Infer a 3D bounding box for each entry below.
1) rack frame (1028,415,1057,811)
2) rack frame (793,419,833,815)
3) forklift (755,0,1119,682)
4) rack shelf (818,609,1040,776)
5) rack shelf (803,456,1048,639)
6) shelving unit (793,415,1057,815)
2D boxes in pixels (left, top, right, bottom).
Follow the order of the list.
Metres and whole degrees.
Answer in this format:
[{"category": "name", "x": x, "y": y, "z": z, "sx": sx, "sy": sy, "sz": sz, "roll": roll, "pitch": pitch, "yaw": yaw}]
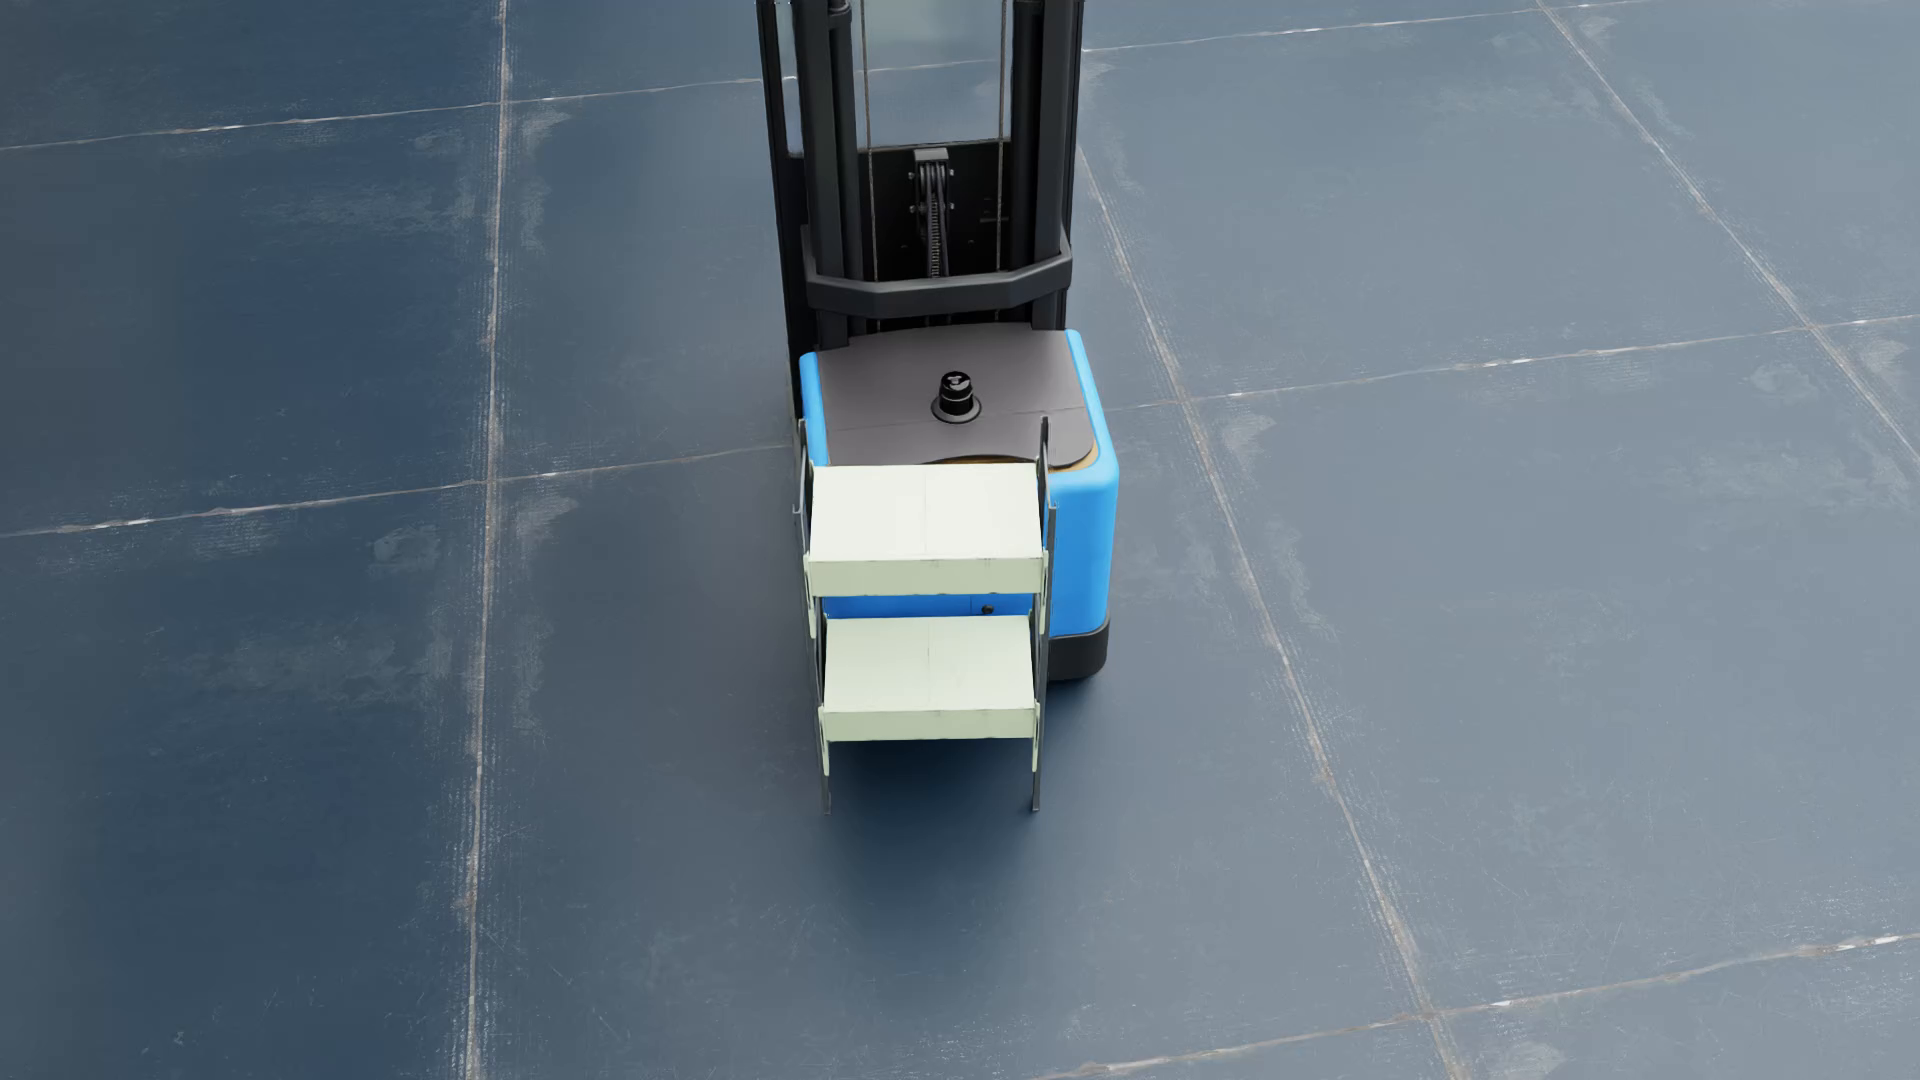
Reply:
[{"category": "rack frame", "x": 0.261, "y": 0.286, "z": 5.433, "sx": 0.023, "sy": 1.500, "sz": 0.400, "roll": -1, "pitch": 46, "yaw": -1}, {"category": "rack frame", "x": -0.471, "y": 0.299, "z": 5.421, "sx": 0.023, "sy": 1.500, "sz": 0.400, "roll": -1, "pitch": 46, "yaw": -1}, {"category": "forklift", "x": -0.166, "y": -1.496, "z": 6.156, "sx": 1.130, "sy": 2.935, "sz": 3.031, "roll": -6, "pitch": 46, "yaw": -5}, {"category": "rack shelf", "x": -0.105, "y": 0.519, "z": 5.661, "sx": 0.720, "sy": 0.370, "sz": 0.431, "roll": -1, "pitch": 46, "yaw": -1}, {"category": "rack shelf", "x": -0.105, "y": 0.022, "z": 5.145, "sx": 0.720, "sy": 0.370, "sz": 0.431, "roll": -1, "pitch": 46, "yaw": -1}, {"category": "shelving unit", "x": -0.105, "y": 0.293, "z": 5.427, "sx": 0.755, "sy": 1.500, "sz": 0.431, "roll": -1, "pitch": 46, "yaw": -1}]
